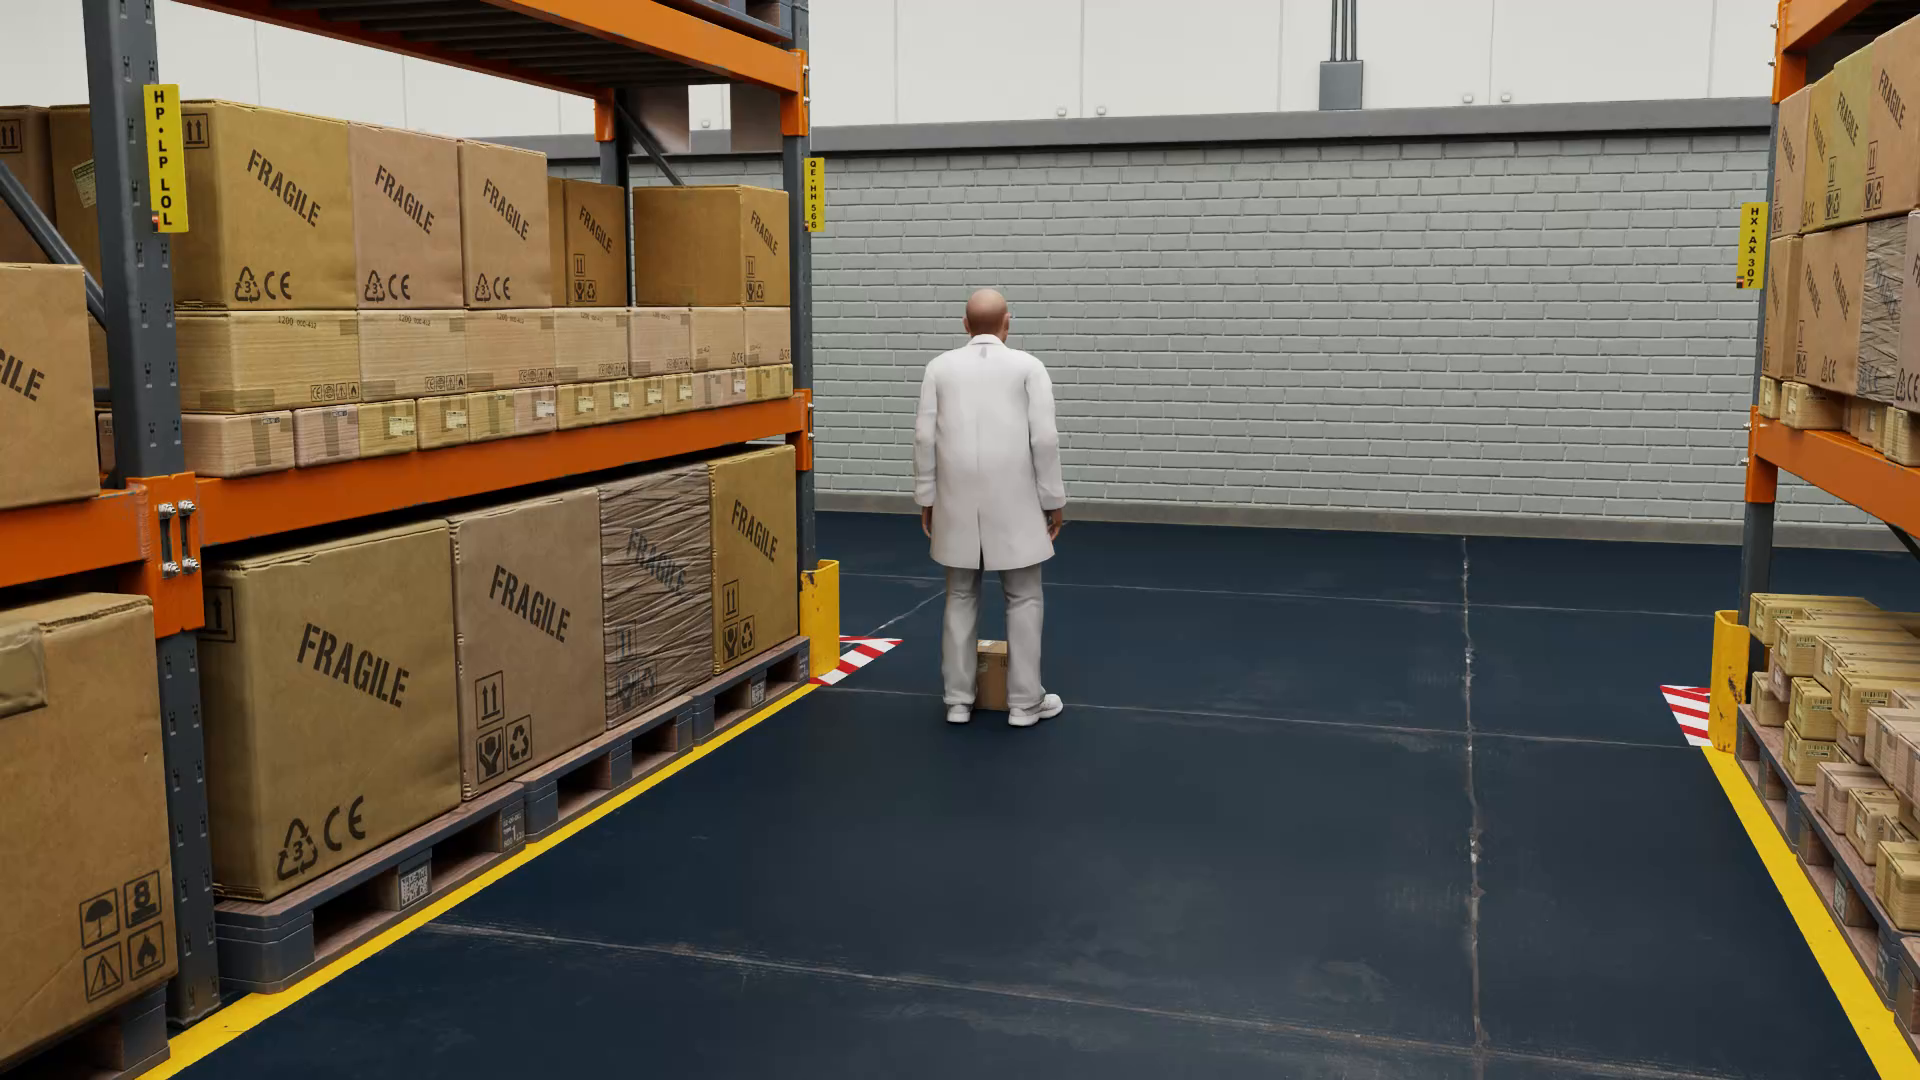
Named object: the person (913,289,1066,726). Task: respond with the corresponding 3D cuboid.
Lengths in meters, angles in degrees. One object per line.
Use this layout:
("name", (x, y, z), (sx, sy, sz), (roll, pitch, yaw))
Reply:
("person", (0.122, -0.136, 6.828), (0.640, 1.773, 0.428), (2, 8, 14))
